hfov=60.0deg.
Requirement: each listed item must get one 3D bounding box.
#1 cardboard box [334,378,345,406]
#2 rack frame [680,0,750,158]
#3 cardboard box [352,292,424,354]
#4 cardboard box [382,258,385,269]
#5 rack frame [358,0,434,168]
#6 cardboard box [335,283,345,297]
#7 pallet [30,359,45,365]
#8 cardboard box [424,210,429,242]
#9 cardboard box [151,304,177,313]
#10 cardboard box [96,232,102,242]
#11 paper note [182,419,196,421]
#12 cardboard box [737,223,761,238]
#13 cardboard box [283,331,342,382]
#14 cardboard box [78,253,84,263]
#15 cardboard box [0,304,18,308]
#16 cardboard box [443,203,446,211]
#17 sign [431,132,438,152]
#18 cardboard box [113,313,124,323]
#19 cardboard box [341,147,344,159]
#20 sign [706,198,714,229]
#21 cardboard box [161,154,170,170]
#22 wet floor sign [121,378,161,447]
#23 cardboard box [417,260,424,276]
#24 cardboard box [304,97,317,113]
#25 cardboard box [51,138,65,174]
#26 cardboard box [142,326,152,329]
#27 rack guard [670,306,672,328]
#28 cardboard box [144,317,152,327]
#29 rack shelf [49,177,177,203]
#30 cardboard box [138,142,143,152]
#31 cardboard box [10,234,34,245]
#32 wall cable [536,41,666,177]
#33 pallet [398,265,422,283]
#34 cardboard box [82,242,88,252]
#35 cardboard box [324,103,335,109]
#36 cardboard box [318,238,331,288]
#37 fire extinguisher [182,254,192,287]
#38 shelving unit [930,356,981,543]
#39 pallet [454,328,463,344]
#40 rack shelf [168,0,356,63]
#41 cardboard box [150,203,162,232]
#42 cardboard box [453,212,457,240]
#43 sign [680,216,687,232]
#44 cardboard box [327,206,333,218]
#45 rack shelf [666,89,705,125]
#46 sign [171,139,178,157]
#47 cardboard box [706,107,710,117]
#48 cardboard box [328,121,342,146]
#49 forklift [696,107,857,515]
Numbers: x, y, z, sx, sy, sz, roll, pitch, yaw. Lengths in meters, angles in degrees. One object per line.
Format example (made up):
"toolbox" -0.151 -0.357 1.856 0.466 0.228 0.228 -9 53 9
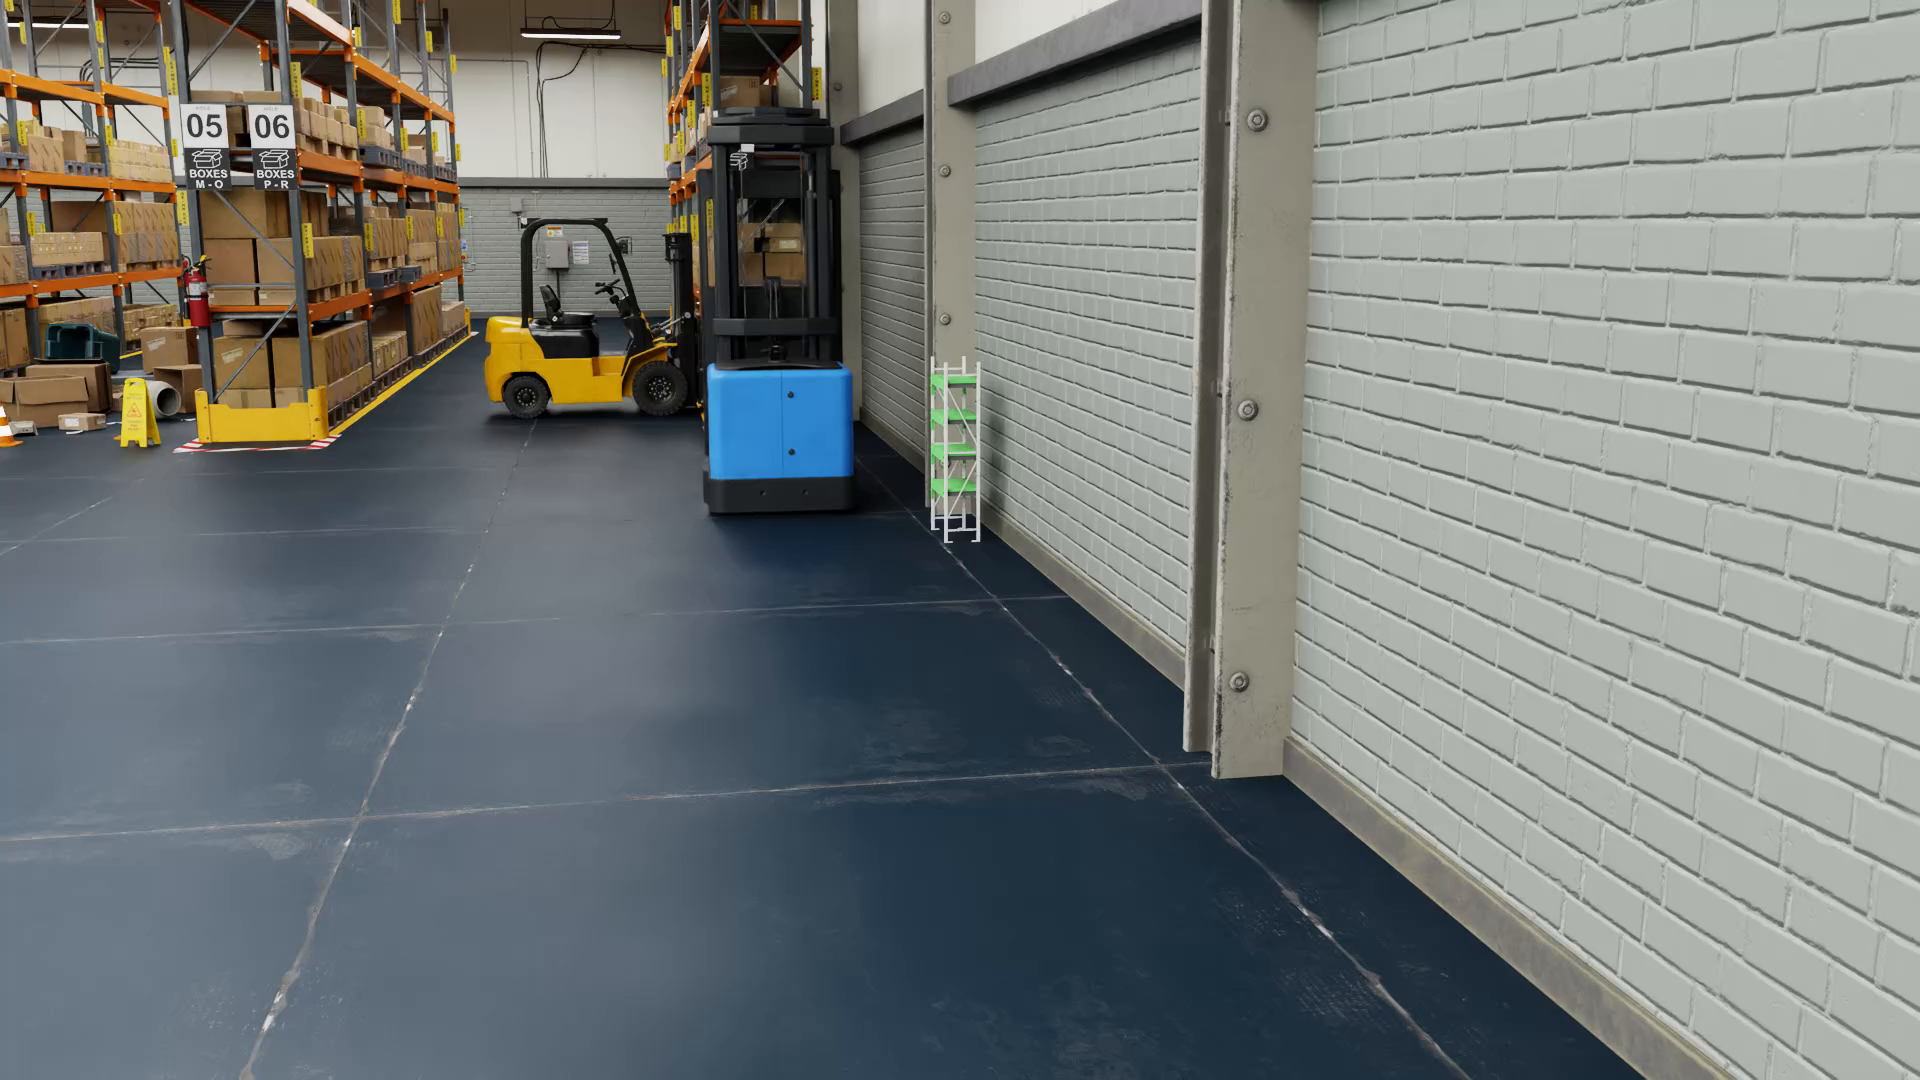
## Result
"cardboard box" -6.834 -1.565 17.629 0.500 0.250 0.500 -2 11 -9
"rack frame" -3.545 -7.053 24.188 1.000 3.000 0.127 -2 11 -11
"cardboard box" -8.466 -3.217 24.637 0.875 0.875 0.875 -2 11 -12
"cardboard box" -7.658 -3.577 21.515 0.380 0.149 0.250 -2 11 -11
"rack frame" -9.191 -7.606 27.090 1.000 3.000 0.127 -2 11 -11
"cardboard box" -6.966 -2.740 18.242 0.380 0.149 0.250 -2 11 -11
"pallet" -13.399 -2.500 23.767 1.003 0.211 1.213 -2 11 -11
"cardboard box" -8.670 -4.938 26.176 0.500 0.500 0.500 -2 11 -9
"cardboard box" -14.453 -4.204 30.172 0.380 0.149 0.250 -2 11 -10
"cardboard box" -13.757 -4.769 26.187 0.380 0.149 0.250 -2 11 -8
"paper note" -8.341 -1.308 17.989 0.142 0.019 0.148 -6 13 -31
"cardboard box" -2.265 -3.211 17.247 0.380 0.149 0.250 -2 11 -11
"cardboard box" -6.854 -1.940 17.591 0.500 0.500 0.500 -3 11 -13
"cardboard box" -13.549 -4.287 25.248 0.380 0.149 0.250 -3 11 -13
"cardboard box" -13.639 -3.189 23.487 0.500 0.250 0.500 -2 11 -12
"cardboard box" -9.275 -5.865 29.312 0.380 0.149 0.250 -2 11 -11
"sign" -8.660 -6.562 27.406 0.100 0.325 0.005 -2 11 -11
"cardboard box" -13.890 -3.629 27.151 0.380 0.149 0.250 -2 11 -9
"cardboard box" -7.238 -4.399 18.937 0.380 0.149 0.250 -2 11 -10
"sign" -2.524 -3.307 16.819 0.100 0.325 0.005 -2 11 -11
"cardboard box" -14.465 -6.764 29.754 0.500 0.250 0.500 -2 11 -13
"wet floor sign" -7.869 -1.228 15.920 0.267 0.644 0.232 2 11 9
"cardboard box" -8.475 -4.140 25.328 0.500 0.250 0.500 -2 11 -9
"cardboard box" -6.754 -4.415 16.886 0.380 0.149 0.250 -2 11 -11
"cardboard box" -13.305 -5.547 24.026 0.500 0.500 0.500 -2 11 -11
"cardboard box" -14.074 -3.581 28.490 0.380 0.149 0.250 -2 11 -13
"rack guard" -5.086 -4.332 32.618 1.175 0.500 0.348 -2 11 -11
"cardboard box" -14.070 -3.726 28.458 0.380 0.149 0.250 -2 11 -11
"rack shelf" -14.416 -5.947 28.322 1.077 0.370 4.000 -2 11 -11
"cardboard box" -14.174 -6.702 28.361 0.380 0.149 0.250 -2 11 -13
"cardboard box" -13.149 -4.194 23.168 0.380 0.149 0.250 -2 11 -11
"wall cable" -7.873 -9.512 37.005 2.988 3.039 0.133 -2 11 -11
"pallet" -8.170 -3.704 23.148 1.213 0.211 1.003 -2 11 -11
"cardboard box" -13.600 -4.480 25.463 0.380 0.149 0.250 -2 11 -13
"cardboard box" -7.872 -5.145 20.124 0.500 0.250 0.500 -2 11 -10
"cardboard box" -6.781 -2.845 17.058 0.500 0.500 0.500 -2 11 -9
"fire extinguisher" -14.401 -5.036 30.835 0.296 0.674 0.183 -2 11 -11
"shelving unit" -0.032 -0.620 11.244 0.258 1.200 0.503 -2 11 -11
"pallet" -9.503 -3.655 29.837 1.003 0.211 1.213 -2 11 -11
"rack shelf" -7.246 -5.417 17.521 1.077 0.370 4.000 -2 11 -11
"cardboard box" -14.263 -5.617 28.951 0.500 0.500 0.500 -2 11 -8
"cardboard box" -9.511 -5.758 30.485 0.500 0.500 0.500 -2 11 -11
"sign" -4.075 -4.615 24.535 0.100 0.325 0.005 -2 11 -11
"cardboard box" -8.093 -4.114 20.868 0.380 0.149 0.250 -2 11 -13
"rack shelf" -4.712 -7.799 30.037 1.077 0.370 4.000 -2 11 -11
"sign" -14.256 -7.119 30.186 0.100 0.325 0.005 -2 11 -11
"cardboard box" -2.497 -4.489 17.708 0.396 0.266 0.258 -2 11 -11
"cardboard box" -7.101 -4.480 18.293 0.500 0.250 0.500 -2 11 -12
"forklift" -1.494 -1.851 13.083 1.130 2.935 3.031 -2 11 -9
